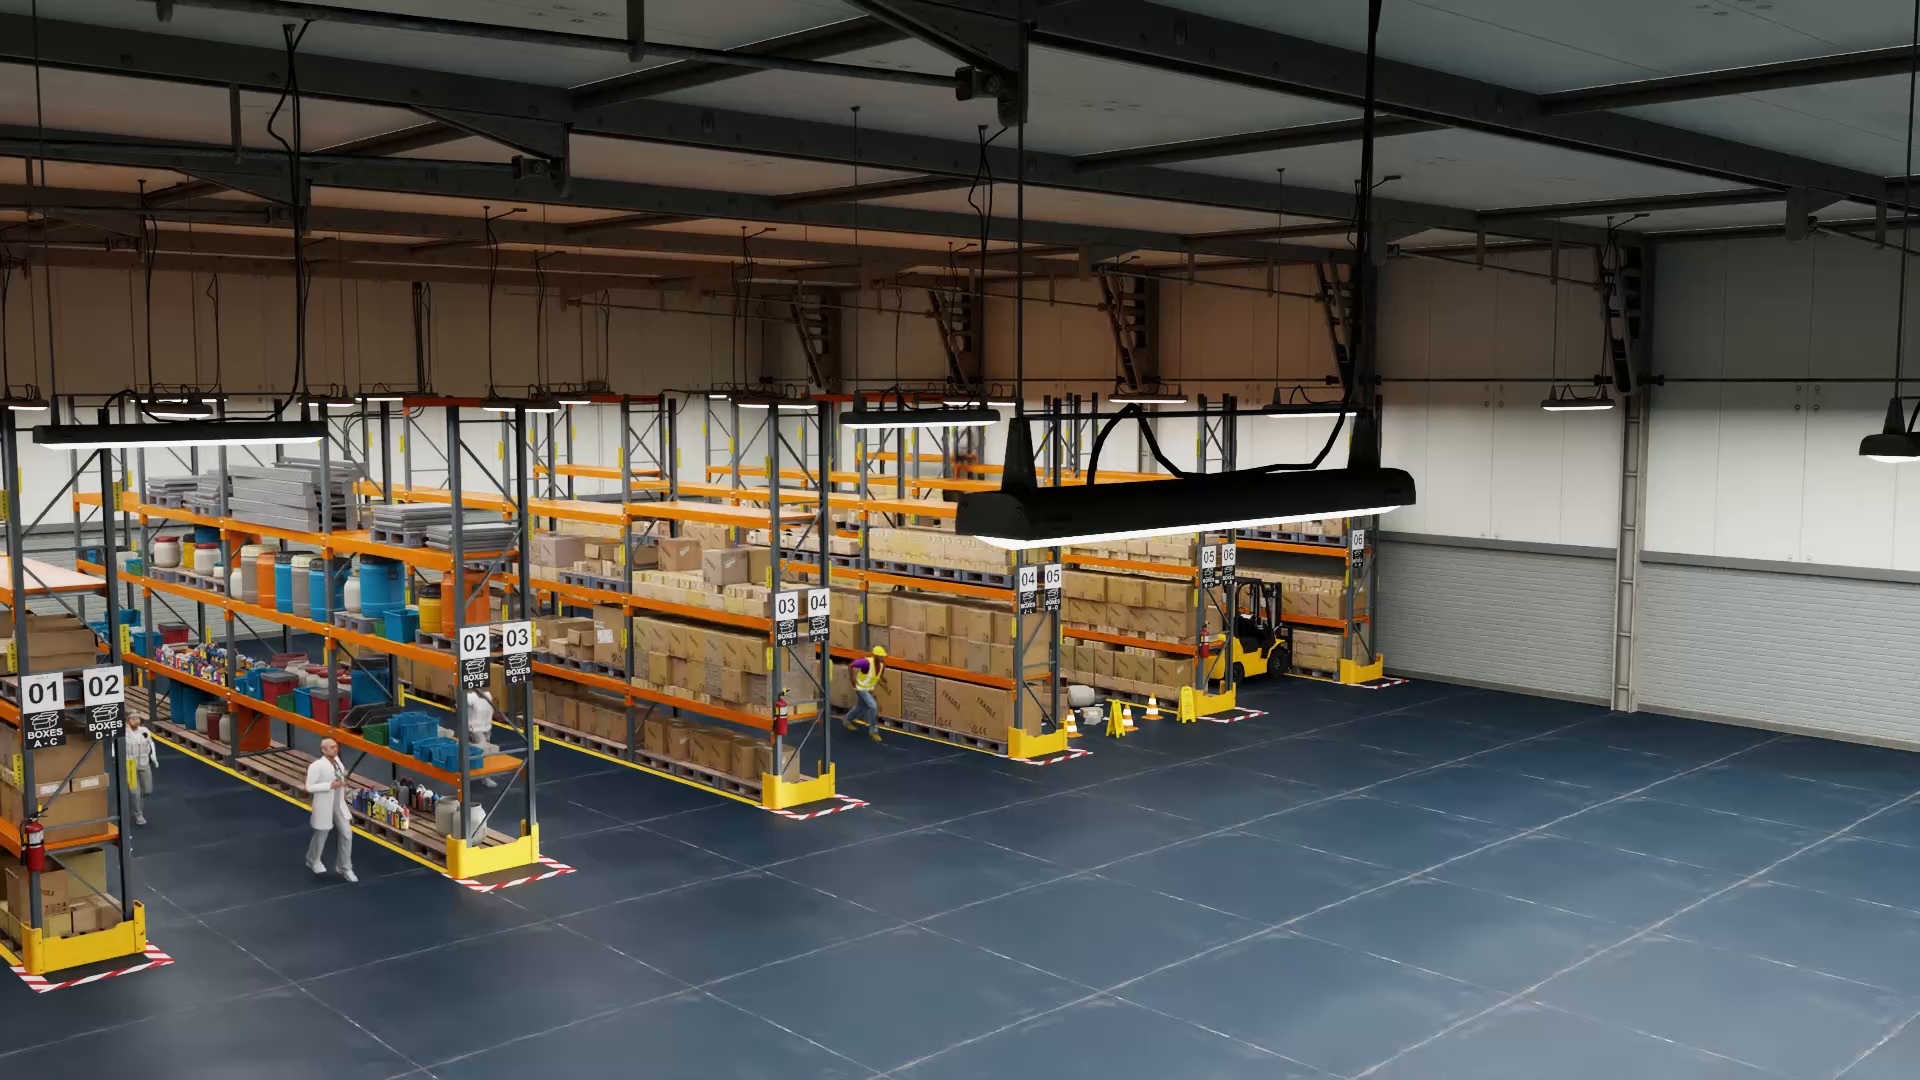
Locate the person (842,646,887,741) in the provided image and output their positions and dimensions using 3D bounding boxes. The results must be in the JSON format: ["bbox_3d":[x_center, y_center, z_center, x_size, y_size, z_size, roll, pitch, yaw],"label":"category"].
[{"bbox_3d":[-1.707,2.691,29.366,1.047,1.716,0.747,4,7,38],"label":"person"}]

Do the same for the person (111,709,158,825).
[{"bbox_3d":[-11.778,3.219,23.765,0.554,1.651,0.616,5,8,43],"label":"person"}]

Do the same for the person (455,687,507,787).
[{"bbox_3d":[-7.578,2.961,25.998,0.856,1.738,0.684,3,6,26],"label":"person"}]

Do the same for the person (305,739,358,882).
[{"bbox_3d":[-8.025,3.381,21.029,0.862,1.762,0.668,3,6,29],"label":"person"}]
